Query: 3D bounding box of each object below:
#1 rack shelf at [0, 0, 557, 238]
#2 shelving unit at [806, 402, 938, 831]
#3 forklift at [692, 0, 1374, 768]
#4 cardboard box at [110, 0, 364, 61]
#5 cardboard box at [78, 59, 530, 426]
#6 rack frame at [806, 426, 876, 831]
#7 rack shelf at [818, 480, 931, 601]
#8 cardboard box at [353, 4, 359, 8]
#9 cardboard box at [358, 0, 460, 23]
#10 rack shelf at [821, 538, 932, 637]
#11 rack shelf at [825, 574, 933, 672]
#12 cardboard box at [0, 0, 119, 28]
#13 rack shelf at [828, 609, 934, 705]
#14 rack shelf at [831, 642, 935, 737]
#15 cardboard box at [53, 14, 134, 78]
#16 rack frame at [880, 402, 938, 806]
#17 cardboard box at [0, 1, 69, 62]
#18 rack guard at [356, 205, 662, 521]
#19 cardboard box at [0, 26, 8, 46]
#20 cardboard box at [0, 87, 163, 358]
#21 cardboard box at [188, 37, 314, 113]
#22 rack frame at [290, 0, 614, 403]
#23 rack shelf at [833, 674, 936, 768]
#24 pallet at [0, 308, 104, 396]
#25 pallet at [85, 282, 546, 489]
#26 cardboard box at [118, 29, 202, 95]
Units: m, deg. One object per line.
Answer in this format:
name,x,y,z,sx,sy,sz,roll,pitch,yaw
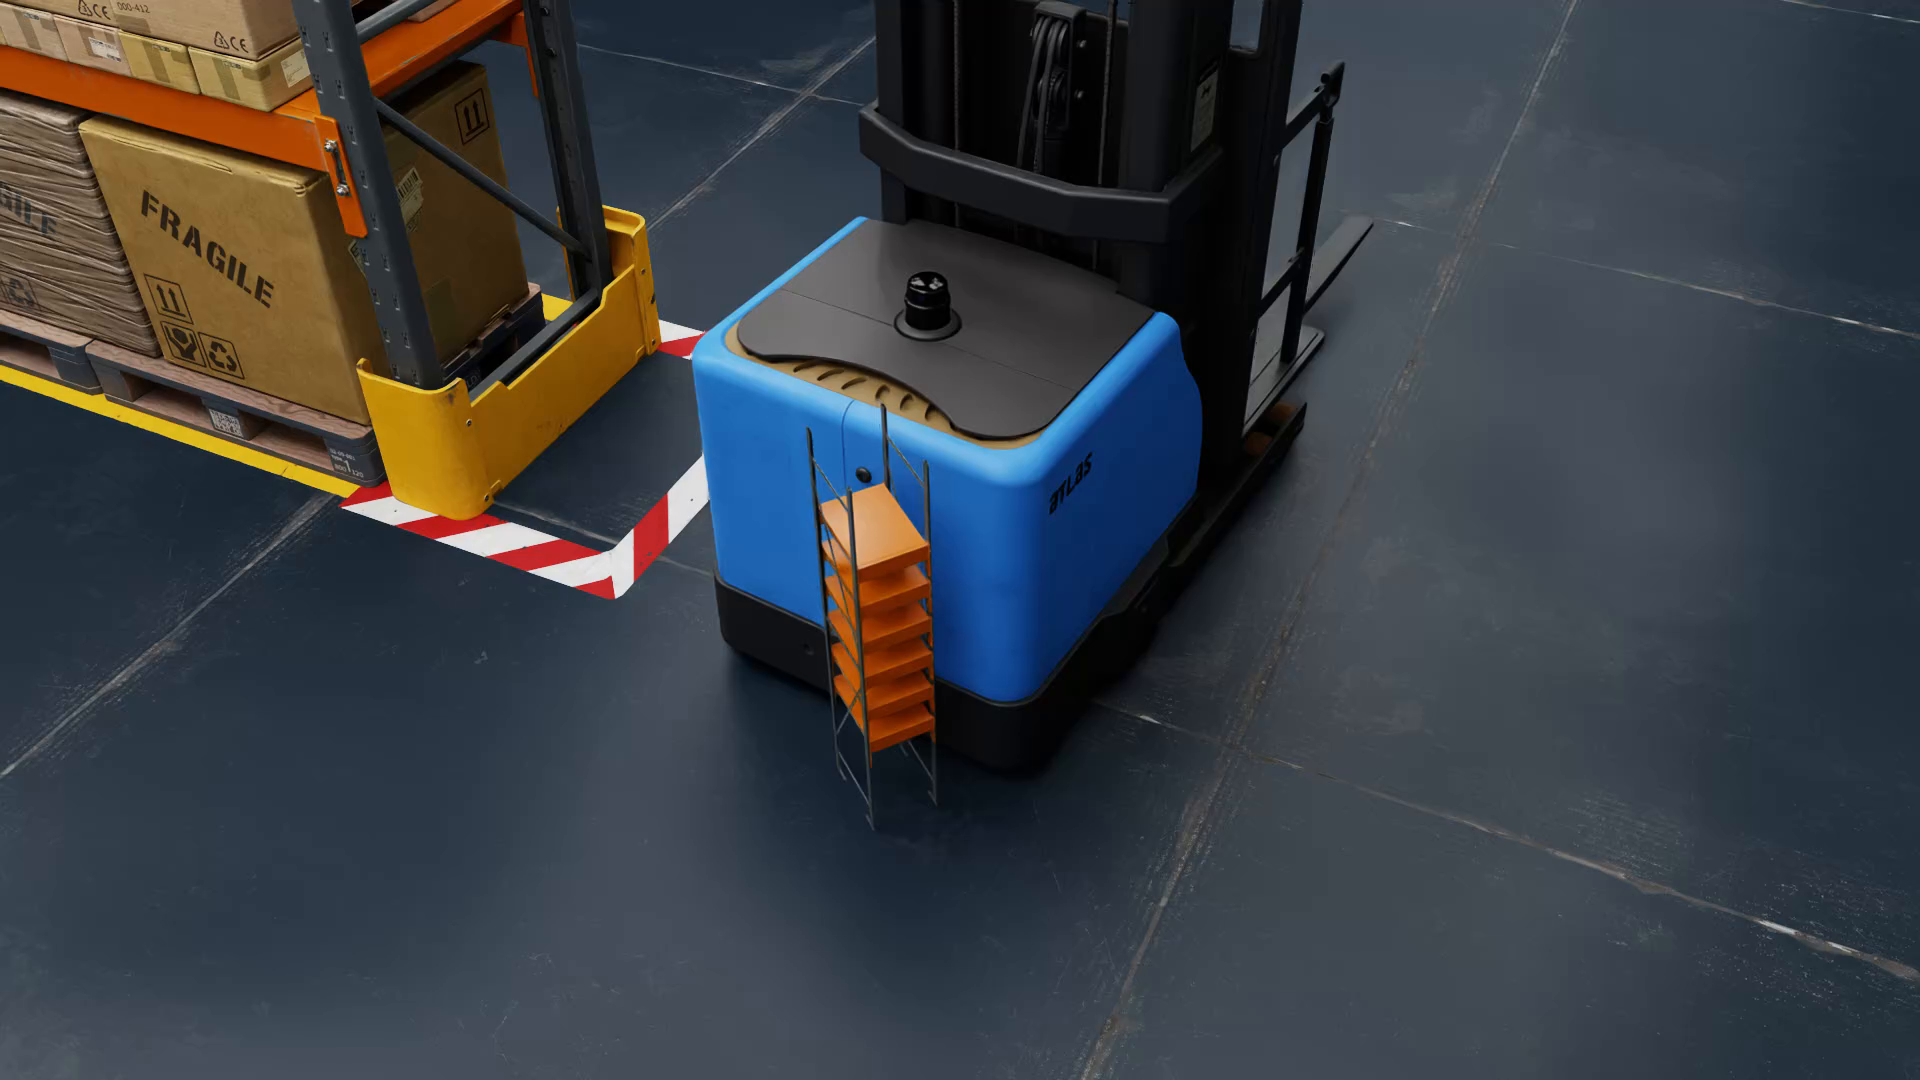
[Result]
rack shelf,-3.307,-1.864,5.660,4.000,0.370,1.077,17,44,19
shelving unit,-0.201,0.227,4.061,0.189,1.200,0.258,-19,47,-19
forklift,0.502,-1.443,4.677,1.130,2.935,3.031,22,45,23
cardboard box,-2.045,-1.615,4.710,0.500,0.250,0.500,16,44,18
cardboard box,-2.108,-1.068,5.493,0.875,0.875,0.875,17,44,19
rack frame,-0.282,0.256,4.032,0.006,1.200,0.240,-19,47,-19
rack shelf,-0.203,-0.002,3.844,0.180,0.103,0.258,-19,47,-19
cardboard box,-1.909,-1.852,5.288,0.250,0.149,0.380,16,44,18
cardboard box,-1.676,-1.782,5.207,0.250,0.149,0.380,17,44,19
rack shelf,-0.202,0.085,3.927,0.180,0.103,0.258,-19,47,-19
rack shelf,-0.201,0.172,4.009,0.180,0.103,0.258,-19,47,-19
cardboard box,-2.505,-1.756,4.873,0.500,0.250,0.500,16,43,18
rack shelf,-0.200,0.259,4.092,0.180,0.103,0.258,-19,47,-19
rack shelf,-0.200,0.346,4.175,0.180,0.103,0.258,-19,47,-19
cardboard box,-2.420,-1.532,4.919,0.250,0.149,0.380,17,44,19
rack frame,-0.119,0.198,4.091,0.006,1.200,0.240,-19,47,-19
cardboard box,-2.646,-1.602,5.000,0.250,0.149,0.380,18,44,19
rack guard,-1.472,-0.631,5.596,0.348,0.500,1.175,17,44,19
cardboard box,-2.882,-1.672,5.081,0.250,0.149,0.380,16,43,18
cardboard box,-2.933,-1.320,5.784,0.875,0.875,0.875,17,44,19
cardboard box,-1.956,-1.391,4.756,0.250,0.149,0.380,18,44,19
rack frame,-1.494,-1.582,4.785,0.127,3.000,1.000,17,44,19
rack shelf,-0.199,0.433,4.257,0.180,0.103,0.258,-19,47,-19
pallet,-3.353,-1.042,6.291,1.213,0.211,1.003,17,44,19
pallet,-2.252,-0.703,5.901,1.213,0.211,1.003,17,44,19
cardboard box,-2.192,-1.462,4.838,0.250,0.149,0.380,17,44,19
